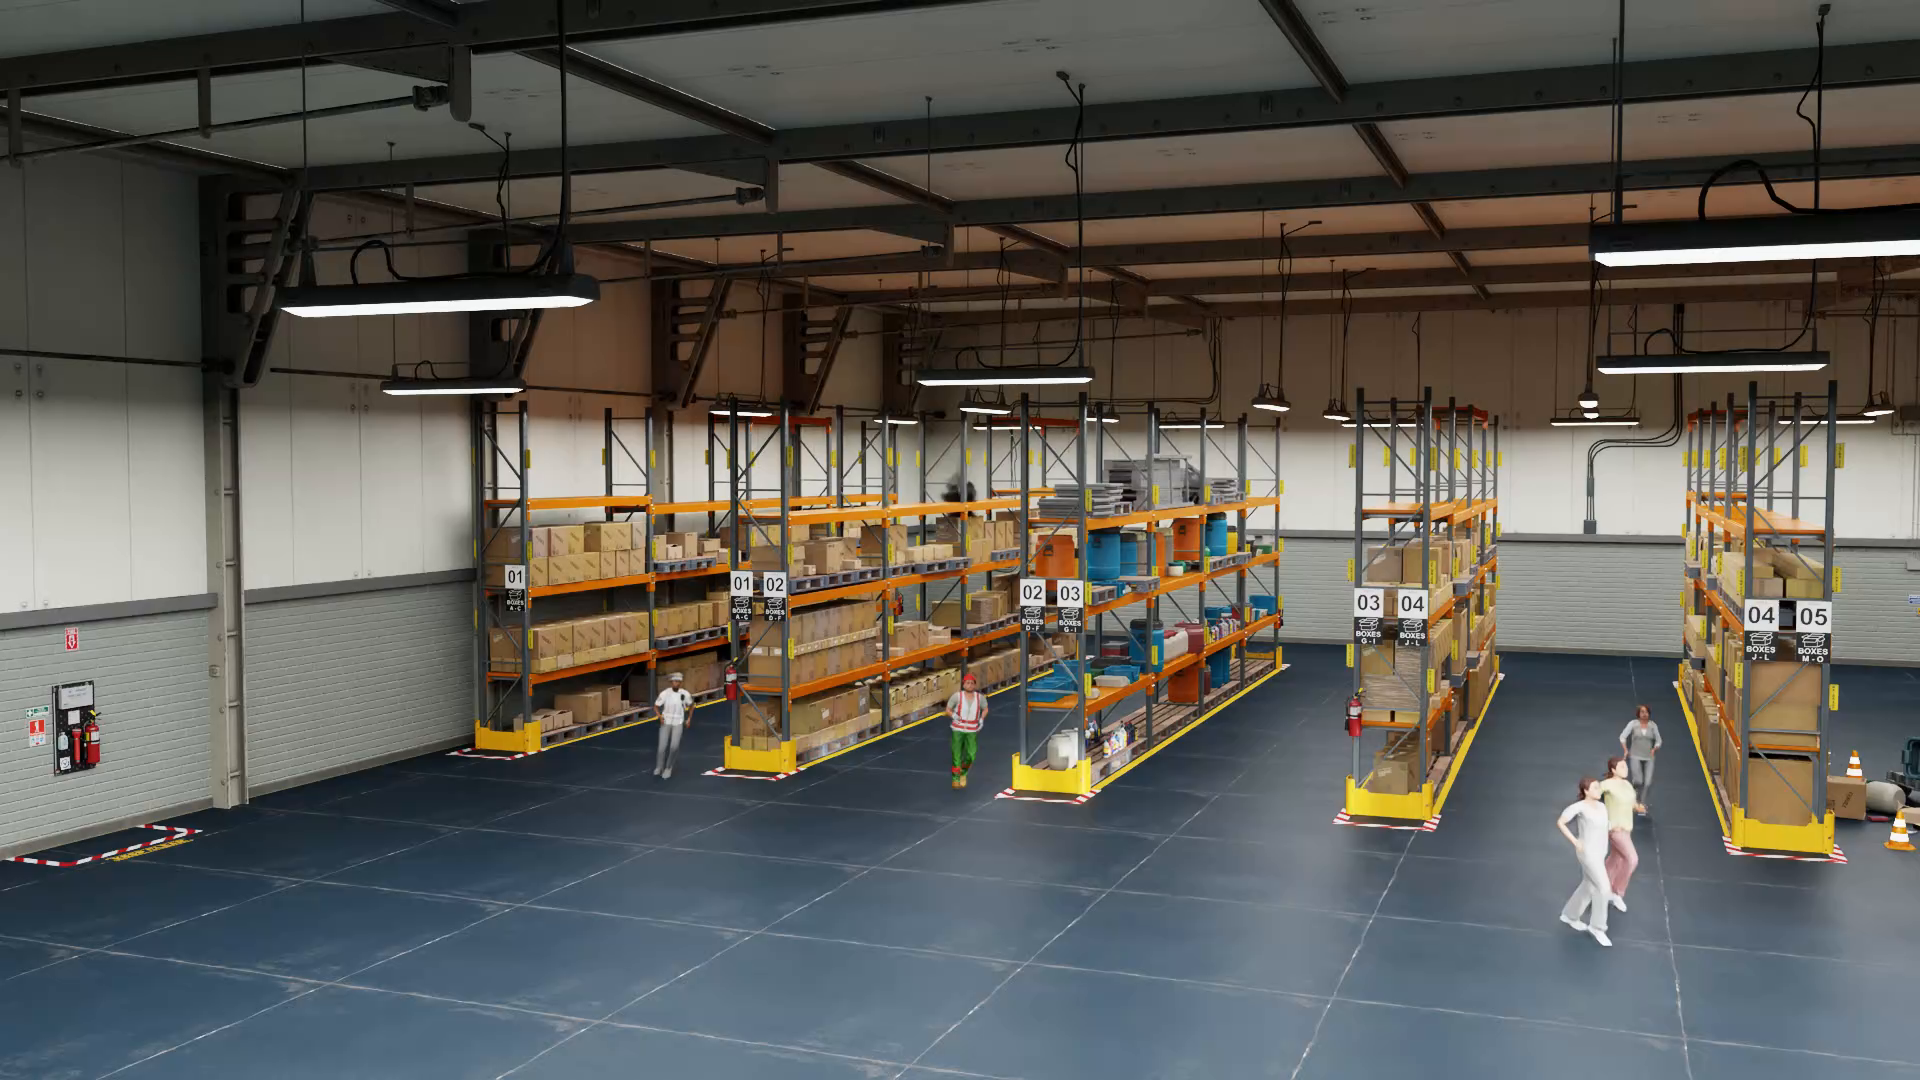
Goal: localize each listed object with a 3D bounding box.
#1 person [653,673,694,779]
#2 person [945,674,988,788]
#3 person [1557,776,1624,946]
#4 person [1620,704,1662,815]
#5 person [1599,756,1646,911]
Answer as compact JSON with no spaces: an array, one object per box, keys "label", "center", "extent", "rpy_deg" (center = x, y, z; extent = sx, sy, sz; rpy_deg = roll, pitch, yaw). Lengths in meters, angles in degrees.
[{"label":"person","center":[-4.508,2.909,26.134],"extent":[0.652,1.668,0.627],"rpy_deg":[0,3,-8]},{"label":"person","center":[0.114,2.900,25.138],"extent":[0.664,1.743,0.628],"rpy_deg":[0,3,-4]},{"label":"person","center":[6.568,3.320,17.332],"extent":[0.546,1.723,0.712],"rpy_deg":[-2,4,-38]},{"label":"person","center":[9.593,3.095,23.393],"extent":[0.541,1.555,0.544],"rpy_deg":[1,3,11]},{"label":"person","center":[7.345,3.261,18.585],"extent":[0.548,1.696,0.698],"rpy_deg":[-2,3,-35]}]
